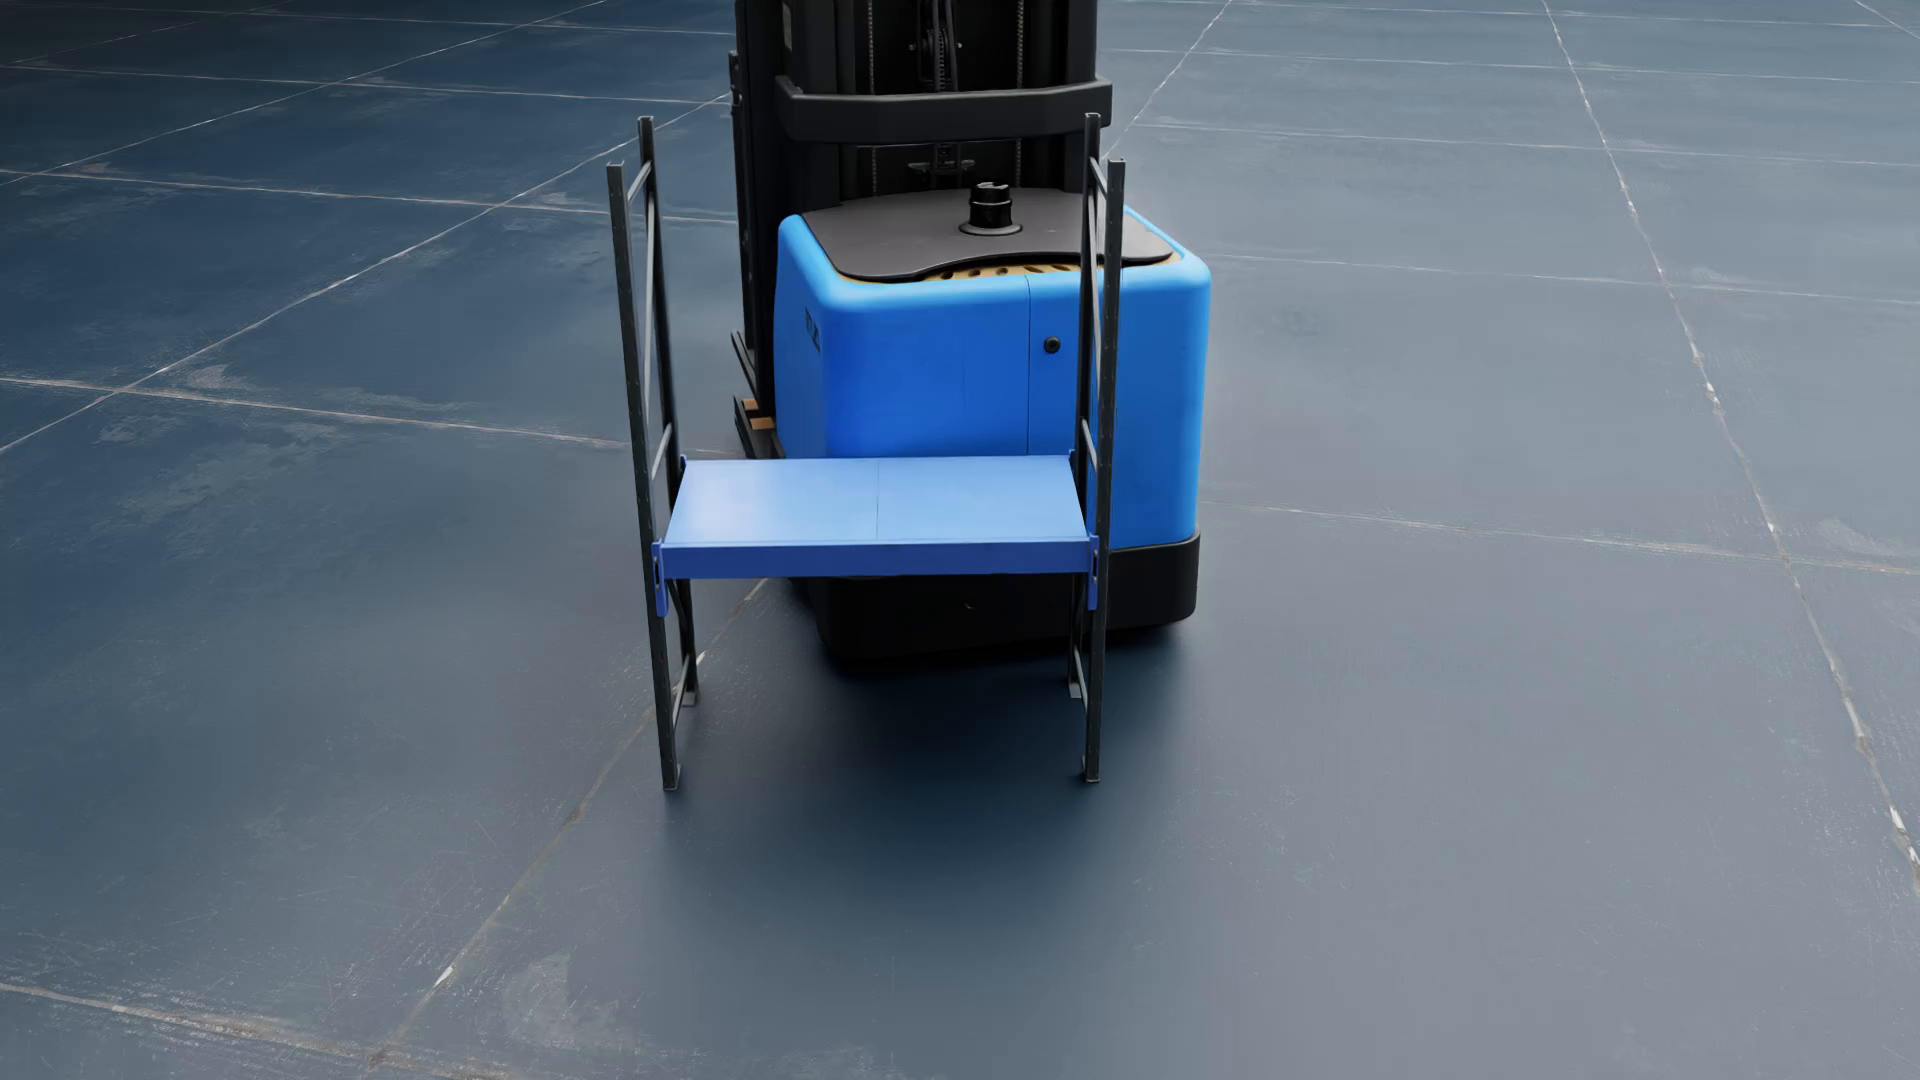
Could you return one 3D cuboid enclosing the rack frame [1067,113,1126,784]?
[{"bbox_3d":[0.312,-0.196,3.918,0.032,1.500,0.500,-1,25,-2],"label":"rack frame"}]

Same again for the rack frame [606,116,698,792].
[{"bbox_3d":[-0.704,-0.181,3.885,0.032,1.500,0.500,-1,25,-2],"label":"rack frame"}]

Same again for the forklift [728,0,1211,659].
[{"bbox_3d":[-0.188,-1.617,5.237,1.130,2.935,3.031,-6,26,-13],"label":"forklift"}]

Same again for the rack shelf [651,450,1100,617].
[{"bbox_3d":[-0.196,-0.026,3.979,1.000,0.185,0.538,-1,25,-2],"label":"rack shelf"}]

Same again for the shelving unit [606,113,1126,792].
[{"bbox_3d":[-0.196,-0.189,3.901,1.048,1.500,0.538,-1,25,-2],"label":"shelving unit"}]
